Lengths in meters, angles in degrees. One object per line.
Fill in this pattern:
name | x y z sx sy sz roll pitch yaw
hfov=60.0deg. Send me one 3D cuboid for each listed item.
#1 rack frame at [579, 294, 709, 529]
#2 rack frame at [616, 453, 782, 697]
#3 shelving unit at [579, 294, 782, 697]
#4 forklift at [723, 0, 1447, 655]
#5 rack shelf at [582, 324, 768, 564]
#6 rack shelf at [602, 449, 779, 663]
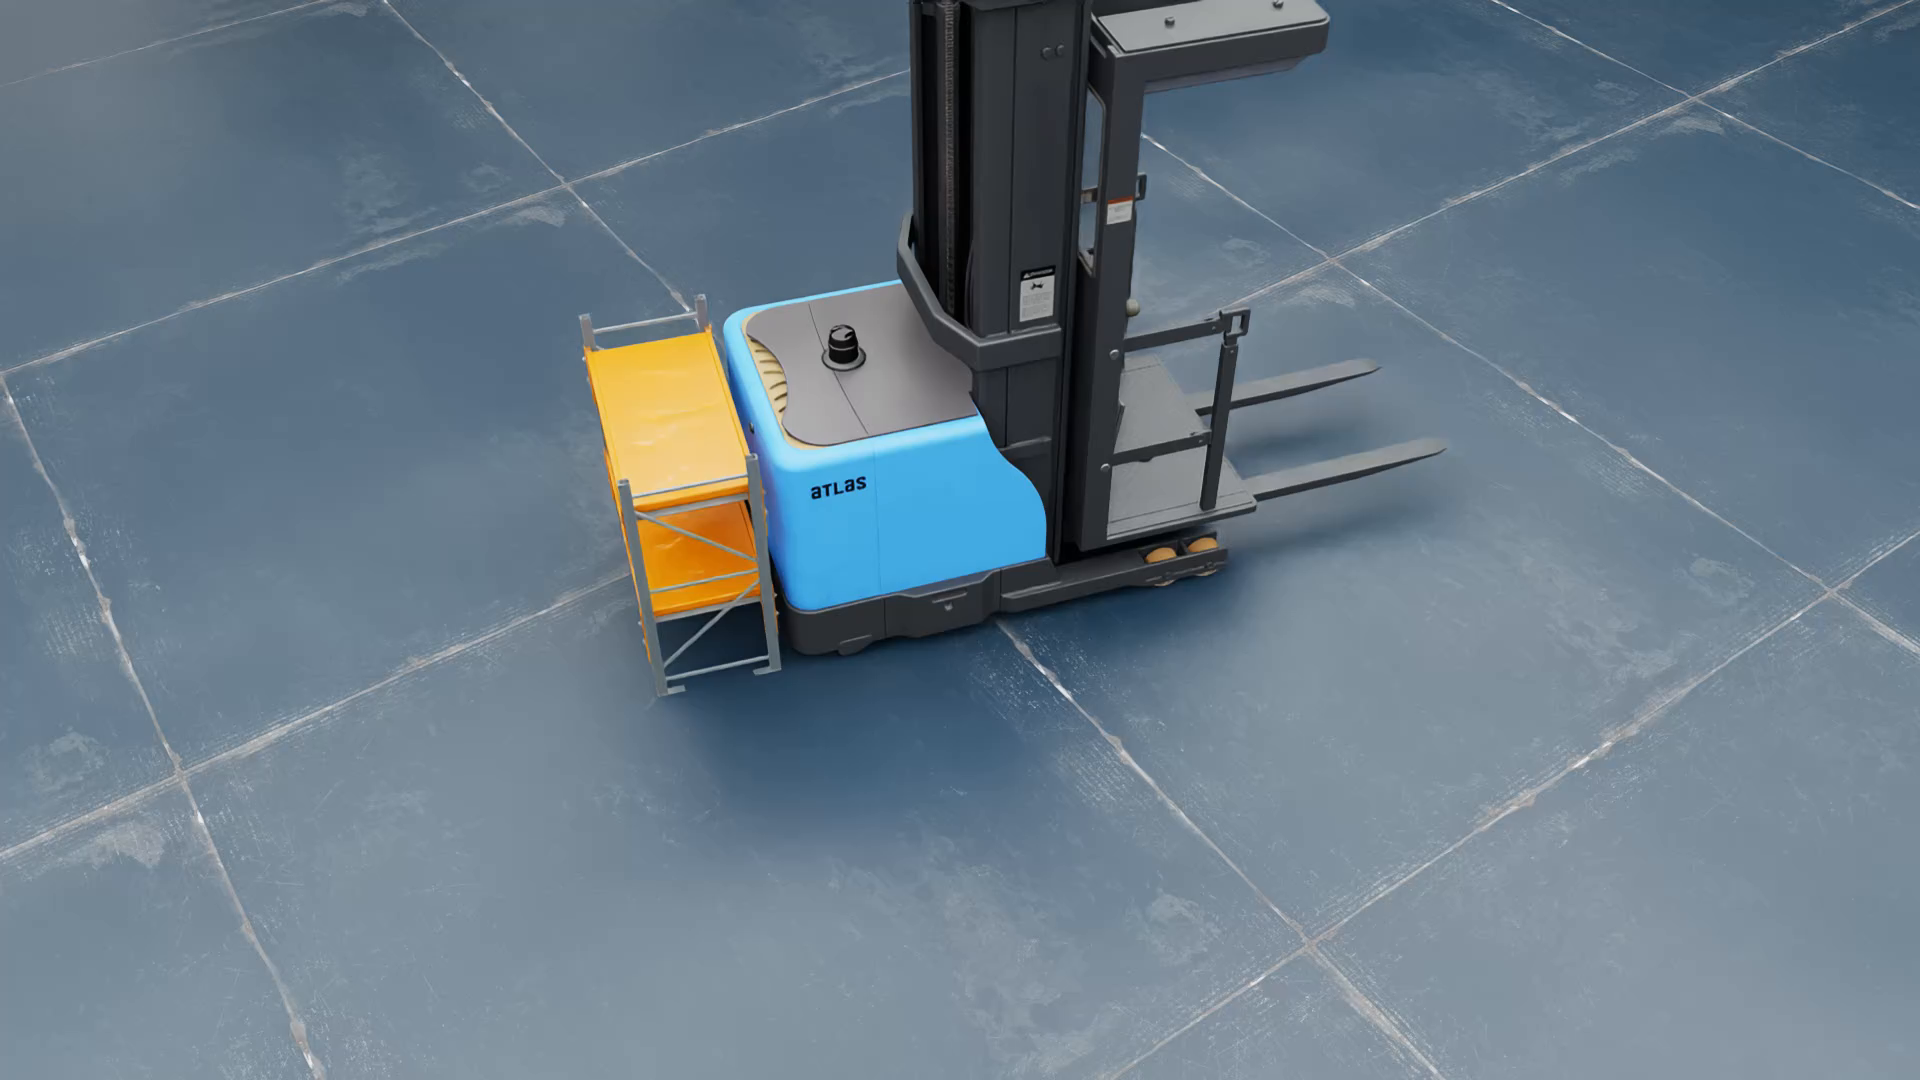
rack frame | -1.255 -0.515 6.966 0.500 1.125 0.032 -12 45 -12
rack frame | -0.962 0.157 6.262 0.500 1.125 0.032 -12 45 -12
shelving unit | -1.108 -0.179 6.614 0.538 1.125 1.048 -12 45 -12
forklift | 0.615 -1.200 6.375 3.031 2.935 1.130 -13 45 -13
rack shelf | -1.108 -0.391 6.412 0.538 0.278 1.000 -12 45 -12
rack shelf | -1.108 -0.002 6.783 0.538 0.278 1.000 -12 45 -12
